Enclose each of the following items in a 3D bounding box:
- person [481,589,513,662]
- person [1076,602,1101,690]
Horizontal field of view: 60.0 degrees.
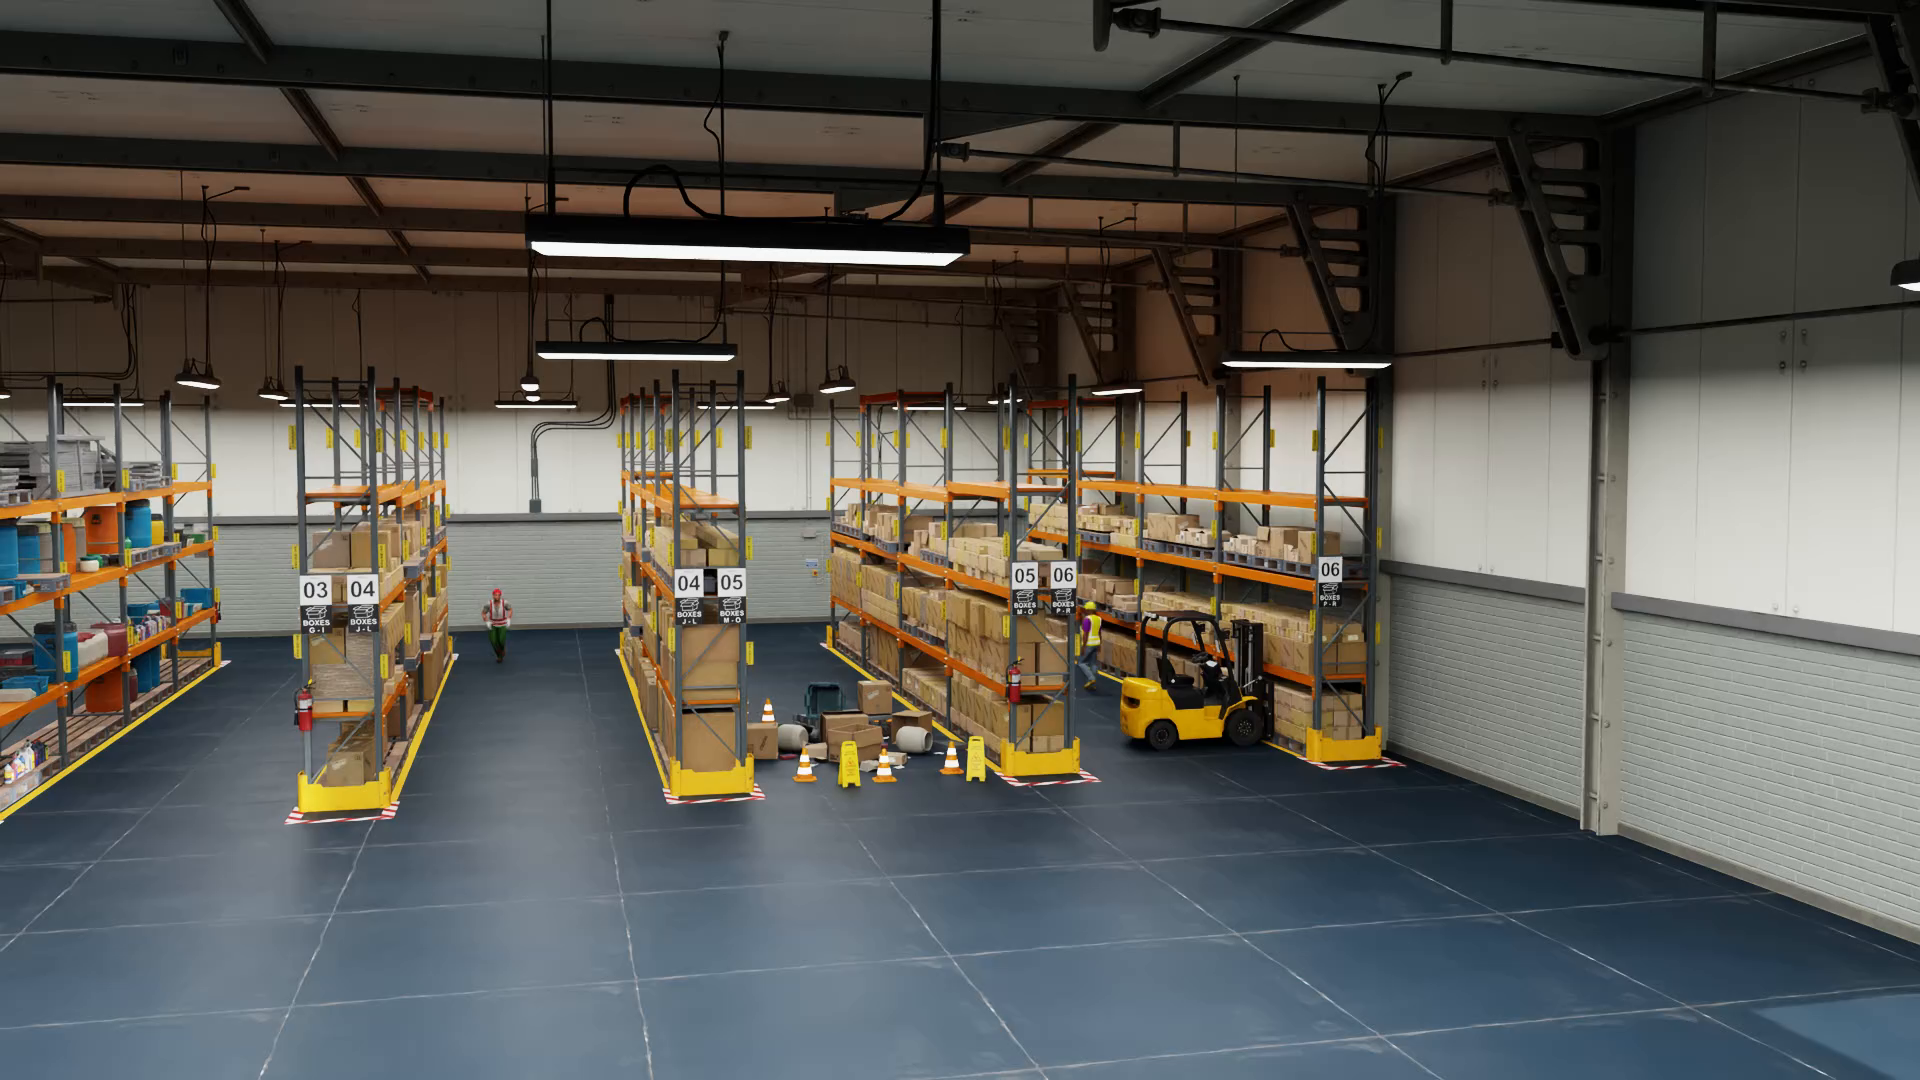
[{"bbox_3d":[-10.451,1.926,37.545,0.653,1.685,0.637,0,3,-5],"label":"person"},{"bbox_3d":[2.641,2.126,33.431,0.467,1.767,0.616,3,5,41],"label":"person"}]
